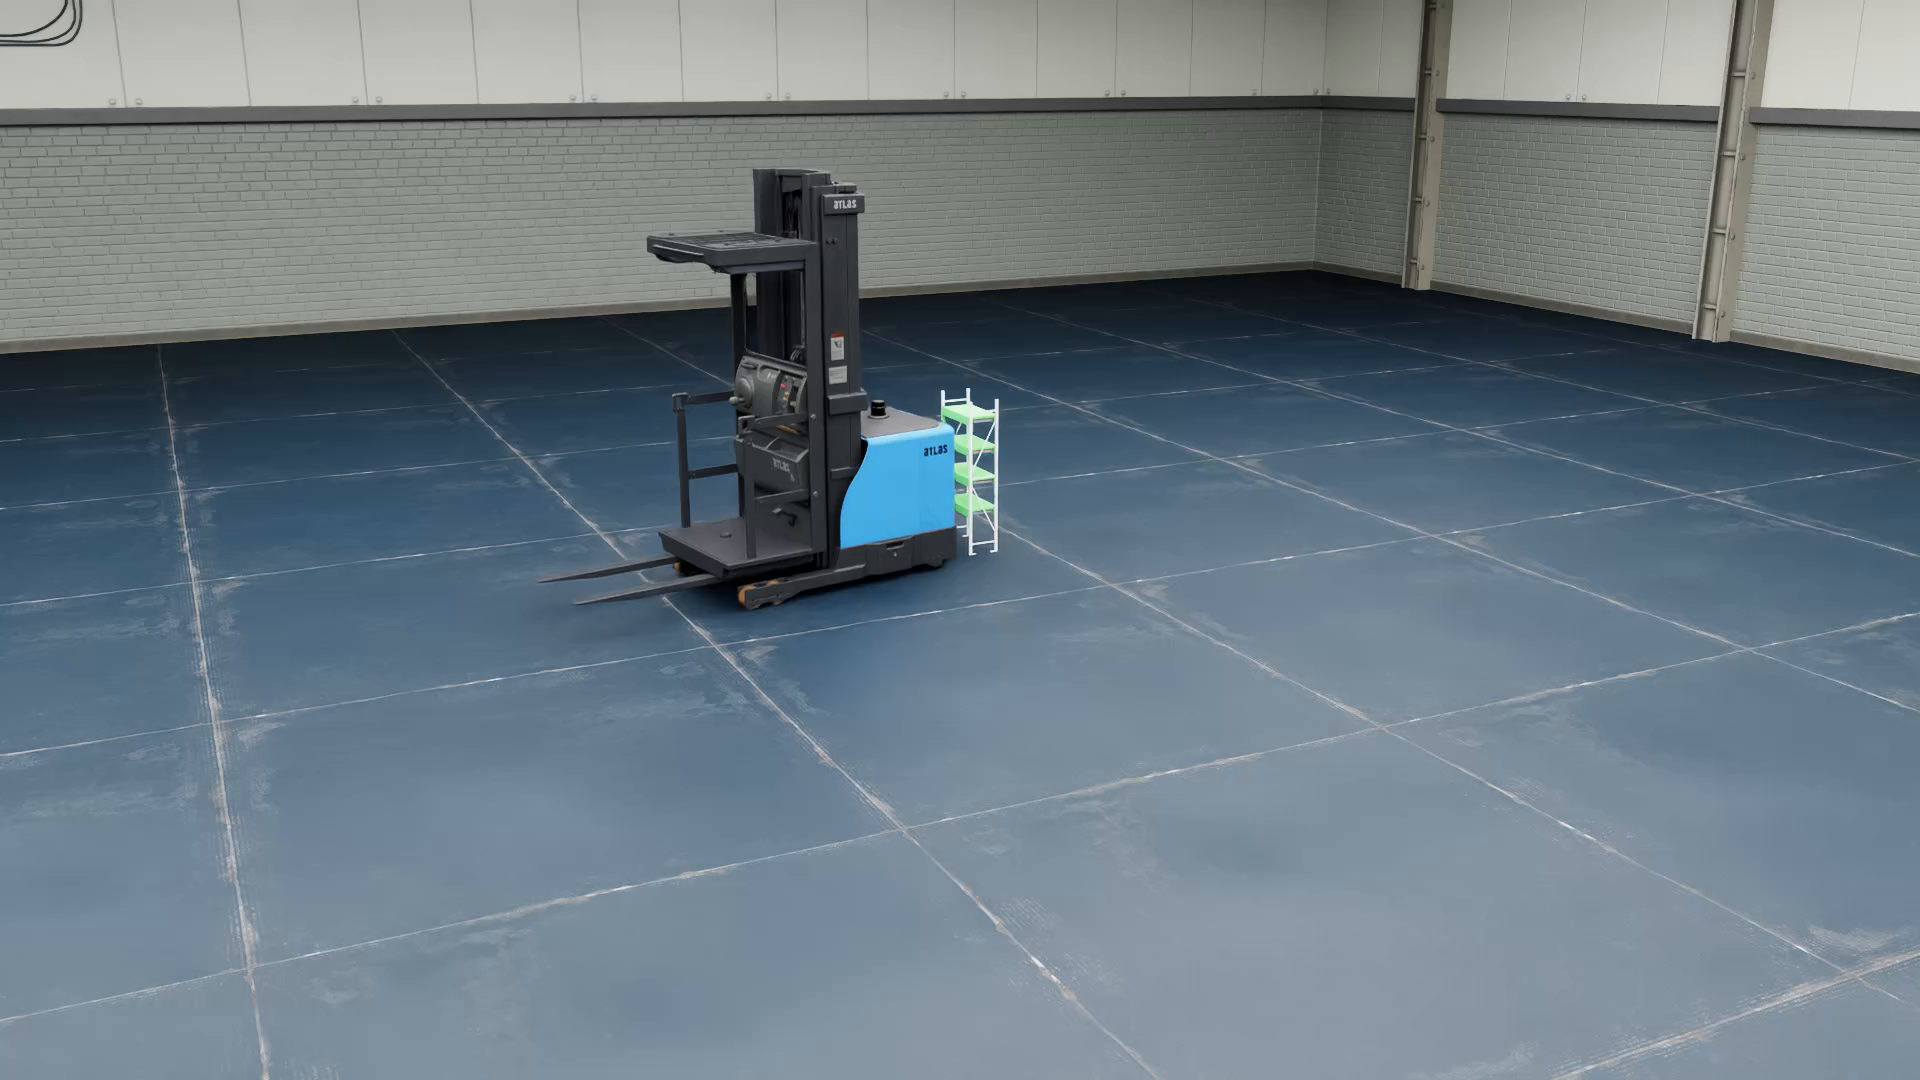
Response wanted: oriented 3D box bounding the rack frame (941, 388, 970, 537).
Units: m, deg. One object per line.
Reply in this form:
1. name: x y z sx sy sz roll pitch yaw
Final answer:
1. rack frame: -0.034 -0.596 13.153 0.240 1.200 0.015 -8 18 -25

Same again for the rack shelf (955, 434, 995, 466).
1. rack shelf: 0.072 -0.705 12.894 0.258 0.148 0.480 -8 18 -25

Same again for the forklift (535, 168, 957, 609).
1. forklift: -1.518 -1.091 11.739 3.031 2.935 1.130 -11 20 -34

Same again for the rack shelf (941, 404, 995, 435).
1. rack shelf: 0.072 -0.936 12.827 0.258 0.148 0.480 -8 18 -25

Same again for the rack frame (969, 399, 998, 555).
1. rack frame: 0.179 -0.475 12.731 0.240 1.200 0.015 -8 18 -25

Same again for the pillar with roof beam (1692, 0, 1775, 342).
1. pillar with roof beam: 6.448 -6.558 19.788 9.100 9.000 0.400 -8 18 -25

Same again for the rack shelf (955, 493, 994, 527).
1. rack shelf: 0.073 -0.244 13.026 0.258 0.148 0.480 -8 18 -25

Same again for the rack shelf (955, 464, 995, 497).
1. rack shelf: 0.073 -0.474 12.960 0.258 0.148 0.480 -8 18 -25

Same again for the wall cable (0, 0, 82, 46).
1. wall cable: -12.188 -8.427 20.137 2.305 6.003 0.169 -8 18 -25

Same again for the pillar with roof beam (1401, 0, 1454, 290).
1. pillar with roof beam: 3.819 -8.045 24.972 9.100 9.000 0.400 -8 18 -25

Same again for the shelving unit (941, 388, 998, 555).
1. shelving unit: 0.073 -0.536 12.942 0.258 1.200 0.503 -8 18 -25
